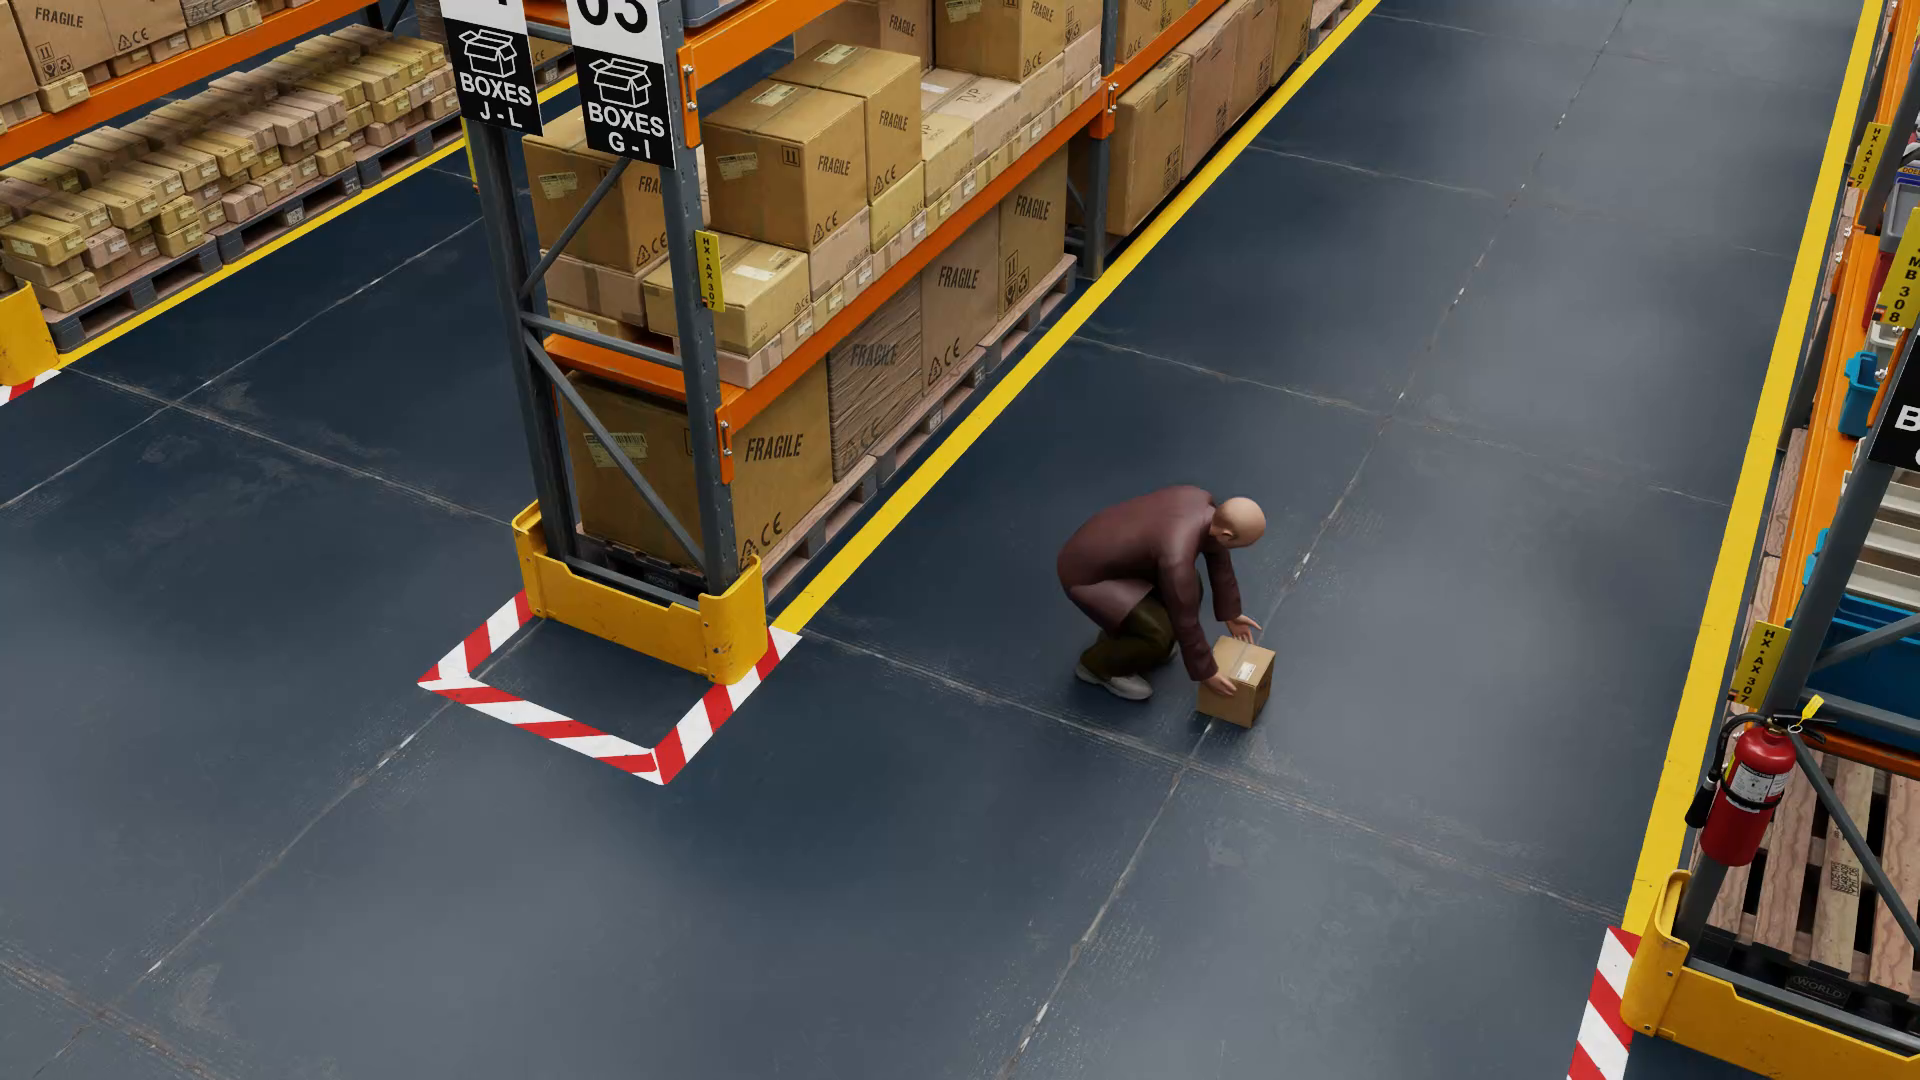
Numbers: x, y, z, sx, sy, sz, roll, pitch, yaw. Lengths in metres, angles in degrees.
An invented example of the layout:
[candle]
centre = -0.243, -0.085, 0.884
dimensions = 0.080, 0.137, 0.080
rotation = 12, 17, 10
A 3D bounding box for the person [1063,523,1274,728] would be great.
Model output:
[person]
centre = 0.883, 0.316, 7.188
dimensions = 0.905, 0.883, 0.586
rotation = 17, 41, 21
